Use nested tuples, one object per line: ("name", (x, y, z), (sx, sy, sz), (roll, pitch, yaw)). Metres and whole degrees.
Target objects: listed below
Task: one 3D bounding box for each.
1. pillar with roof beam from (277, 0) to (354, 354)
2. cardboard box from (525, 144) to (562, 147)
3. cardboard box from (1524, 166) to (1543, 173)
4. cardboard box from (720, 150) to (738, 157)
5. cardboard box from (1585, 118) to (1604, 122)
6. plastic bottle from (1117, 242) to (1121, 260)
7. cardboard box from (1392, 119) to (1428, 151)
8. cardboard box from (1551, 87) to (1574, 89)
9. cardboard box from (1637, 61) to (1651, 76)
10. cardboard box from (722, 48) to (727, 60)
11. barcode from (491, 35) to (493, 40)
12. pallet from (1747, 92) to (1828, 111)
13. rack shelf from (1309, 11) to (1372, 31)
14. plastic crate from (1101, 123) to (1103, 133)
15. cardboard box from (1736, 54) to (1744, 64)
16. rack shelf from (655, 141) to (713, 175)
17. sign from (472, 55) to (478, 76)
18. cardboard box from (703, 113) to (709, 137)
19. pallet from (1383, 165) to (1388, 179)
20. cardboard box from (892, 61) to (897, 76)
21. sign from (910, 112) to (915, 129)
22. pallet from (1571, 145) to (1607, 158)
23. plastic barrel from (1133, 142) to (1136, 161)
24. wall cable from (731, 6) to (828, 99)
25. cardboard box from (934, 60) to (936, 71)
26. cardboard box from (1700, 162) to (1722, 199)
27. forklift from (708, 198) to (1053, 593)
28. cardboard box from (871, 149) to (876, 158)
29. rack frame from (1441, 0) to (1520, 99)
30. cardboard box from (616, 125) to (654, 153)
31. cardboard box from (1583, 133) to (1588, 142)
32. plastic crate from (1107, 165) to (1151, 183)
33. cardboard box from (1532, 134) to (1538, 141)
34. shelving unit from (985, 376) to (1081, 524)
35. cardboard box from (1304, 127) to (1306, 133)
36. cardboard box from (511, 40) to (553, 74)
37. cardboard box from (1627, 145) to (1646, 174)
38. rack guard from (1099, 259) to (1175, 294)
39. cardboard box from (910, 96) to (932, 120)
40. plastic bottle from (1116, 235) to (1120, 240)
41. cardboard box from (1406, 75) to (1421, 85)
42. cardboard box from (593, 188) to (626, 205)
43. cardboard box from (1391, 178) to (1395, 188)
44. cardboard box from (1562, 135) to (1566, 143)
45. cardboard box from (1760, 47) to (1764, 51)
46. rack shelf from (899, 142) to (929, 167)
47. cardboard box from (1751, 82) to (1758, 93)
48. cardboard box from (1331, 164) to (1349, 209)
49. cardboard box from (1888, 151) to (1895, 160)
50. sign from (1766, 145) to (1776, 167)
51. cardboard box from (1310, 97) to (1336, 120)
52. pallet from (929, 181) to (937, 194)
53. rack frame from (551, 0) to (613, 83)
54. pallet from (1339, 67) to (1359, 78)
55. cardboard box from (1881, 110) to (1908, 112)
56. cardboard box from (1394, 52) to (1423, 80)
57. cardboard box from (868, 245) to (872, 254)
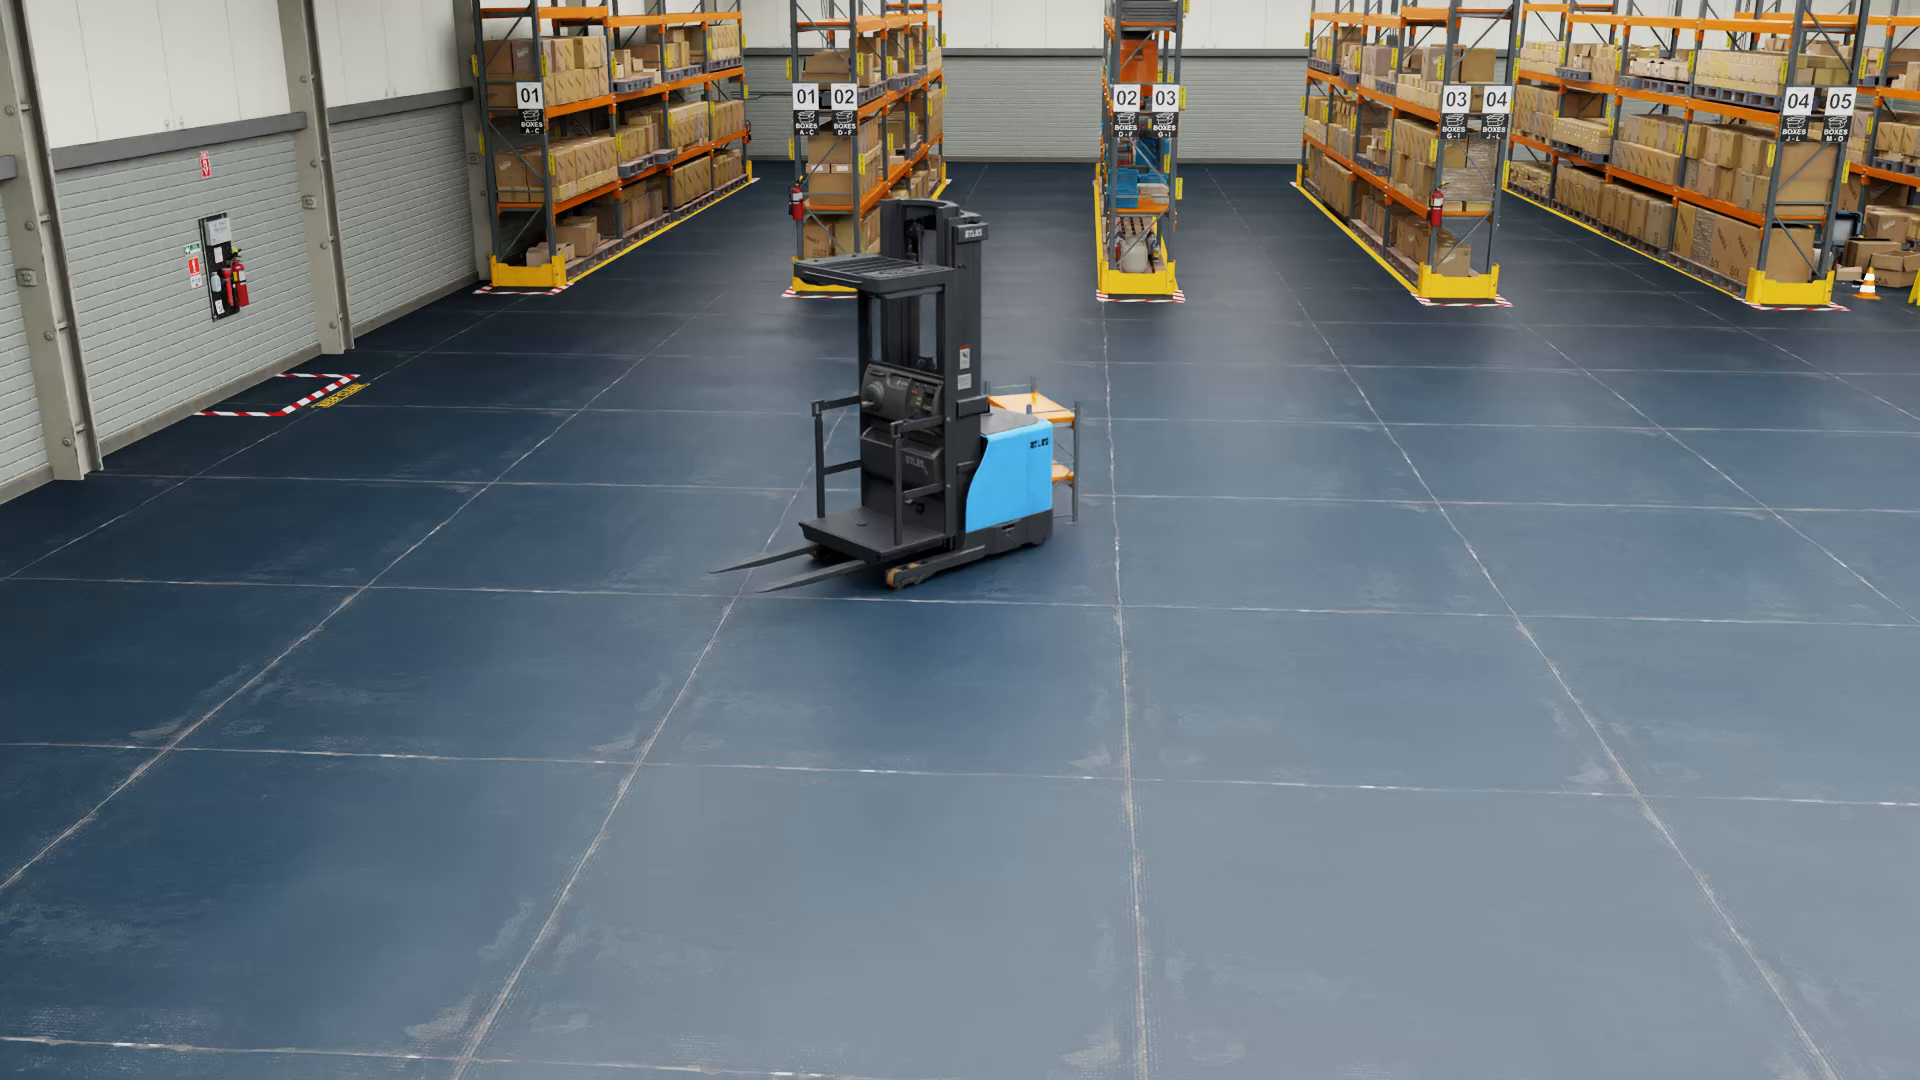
("pillar with roof beam", (-3.981, -6.693, 20.397), (9.100, 9.000, 0.400), (1, 18, 4))
("cardboard box", (-7.096, -6.484, 28.398), (0.500, 0.500, 0.500), (2, 18, 5))
("cardboard box", (13.490, -8.704, 39.119), (0.380, 0.149, 0.250), (2, 18, 6))
("cardboard box", (-5.681, -9.511, 40.931), (0.380, 0.149, 0.250), (2, 18, 5))
("cardboard box", (13.756, -9.052, 36.005), (0.380, 0.149, 0.250), (2, 18, 6))
("plastic bottle", (2.696, -4.918, 28.270), (0.061, 0.283, 0.133), (1, 18, 4))
("cardboard box", (7.791, -7.005, 28.741), (0.500, 0.500, 0.500), (1, 18, 4))
("cardboard box", (14.027, -10.258, 38.667), (0.500, 0.500, 0.500), (2, 18, 7))
("cardboard box", (12.996, -8.802, 31.055), (0.500, 0.250, 0.500), (2, 18, 5))
("cardboard box", (-5.779, -11.419, 39.044), (0.500, 0.250, 0.500), (1, 18, 2))
("barcode", (-7.480, -8.030, 26.564), (0.001, 0.075, 0.075), (1, 18, 4))
("pallet", (12.772, -6.705, 25.394), (1.003, 0.211, 1.213), (1, 18, 4))
("rack shelf", (8.793, -11.900, 38.087), (1.077, 0.370, 4.000), (1, 18, 4))
("plastic crate", (3.403, -9.244, 37.747), (0.392, 0.384, 0.575), (1, 18, 4))
("cardboard box", (12.525, -7.609, 26.298), (0.380, 0.149, 0.250), (1, 18, 4))
("rack shelf", (-6.315, -8.329, 36.180), (1.077, 0.370, 4.000), (1, 18, 4))
("sign", (-7.584, -7.430, 26.041), (0.100, 0.325, 0.005), (1, 18, 4))
("cardboard box", (-5.953, -9.341, 37.444), (0.500, 0.500, 0.500), (1, 18, 3))
("pallet", (8.276, -6.619, 30.113), (1.003, 0.211, 1.213), (1, 18, 4))
("cardboard box", (-1.513, -9.189, 32.397), (0.500, 0.250, 0.500), (2, 18, 5))
("sign", (-0.963, -8.479, 33.623), (0.100, 0.325, 0.005), (1, 18, 4))
("pallet", (13.404, -8.100, 34.635), (1.003, 0.211, 1.213), (1, 18, 4))
("plastic barrel", (3.507, -7.305, 31.682), (0.433, 0.535, 0.433), (0, 18, 0))
("wall cable", (-5.123, -13.658, 46.641), (3.097, 2.526, 0.112), (1, 18, 4))
("cardboard box", (-0.839, -11.148, 39.051), (0.500, 0.250, 0.500), (1, 18, 4))
("cardboard box", (12.829, -5.953, 27.534), (0.875, 0.550, 0.550), (1, 18, 4))
("forklift", (-0.627, -1.181, 13.321), (3.031, 2.935, 1.130), (-16, 24, -40))
("cardboard box", (-1.664, -6.725, 28.926), (0.380, 0.149, 0.250), (1, 18, 4))
("rack frame", (7.790, -8.084, 24.643), (1.000, 3.000, 0.127), (1, 18, 4))
("cardboard box", (-6.495, -7.986, 33.110), (0.700, 0.500, 0.500), (0, 18, -1))
("cardboard box", (12.937, -8.203, 33.892), (0.380, 0.149, 0.250), (1, 18, 4))
("plastic crate", (2.972, -6.397, 29.228), (0.767, 0.338, 0.504), (1, 18, 4))
("cardboard box", (13.417, -9.280, 38.330), (0.380, 0.149, 0.250), (2, 18, 5))
("shelving unit", (0.642, -0.812, 15.095), (0.538, 1.125, 1.048), (-6, 19, -19))
("cardboard box", (8.582, -9.980, 40.467), (0.380, 0.149, 0.250), (1, 18, 5))
("cardboard box", (-6.762, -7.637, 26.296), (0.500, 0.500, 0.500), (0, 18, 0))
("cardboard box", (12.931, -7.175, 31.343), (0.500, 0.500, 0.500), (1, 18, 4))
("rack guard", (2.808, -4.181, 26.379), (1.175, 0.500, 0.348), (1, 18, 4))
("cardboard box", (-0.916, -9.845, 37.886), (0.500, 0.500, 0.500), (2, 18, 5))
("plastic bottle", (2.775, -5.210, 29.179), (0.097, 0.271, 0.097), (0, 18, 0))
("cardboard box", (7.754, -7.757, 28.062), (0.380, 0.149, 0.250), (1, 18, 4))
("cardboard box", (-6.681, -6.551, 31.701), (0.500, 0.250, 0.500), (1, 18, 3))
("cardboard box", (7.730, -6.219, 28.988), (0.380, 0.149, 0.250), (1, 18, 4))
("cardboard box", (13.048, -8.544, 35.411), (0.380, 0.149, 0.250), (1, 18, 4))
("cardboard box", (18.664, -11.148, 38.118), (0.500, 0.311, 0.500), (2, 18, 5))
("rack shelf", (-1.374, -8.219, 35.846), (1.077, 0.370, 4.000), (1, 18, 4))
("cardboard box", (12.471, -6.992, 25.694), (0.380, 0.149, 0.250), (1, 18, 4))
("cardboard box", (8.505, -7.398, 34.922), (1.225, 0.875, 0.875), (1, 18, 4))
("cardboard box", (17.920, -7.309, 31.641), (0.380, 0.149, 0.250), (0, 18, 0))
("sign", (12.189, -5.770, 24.976), (0.100, 0.325, 0.005), (1, 18, 4))
("cardboard box", (8.566, -10.170, 39.201), (0.500, 0.500, 0.500), (1, 18, 2))
("pallet", (-1.096, -8.450, 39.874), (1.003, 0.211, 1.213), (1, 18, 4))
("rack frame", (-6.745, -9.658, 29.446), (1.000, 3.000, 0.127), (1, 18, 4))
("pallet", (8.633, -10.009, 35.641), (0.805, 0.209, 1.217), (1, 18, 2))
("cardboard box", (18.553, -8.321, 33.235), (0.500, 0.500, 0.500), (1, 18, 4))
("cardboard box", (8.276, -8.586, 30.152), (0.797, 0.503, 0.637), (2, 18, 6))
("cardboard box", (-1.762, -4.821, 28.059), (0.500, 0.250, 0.500), (1, 18, 4))
